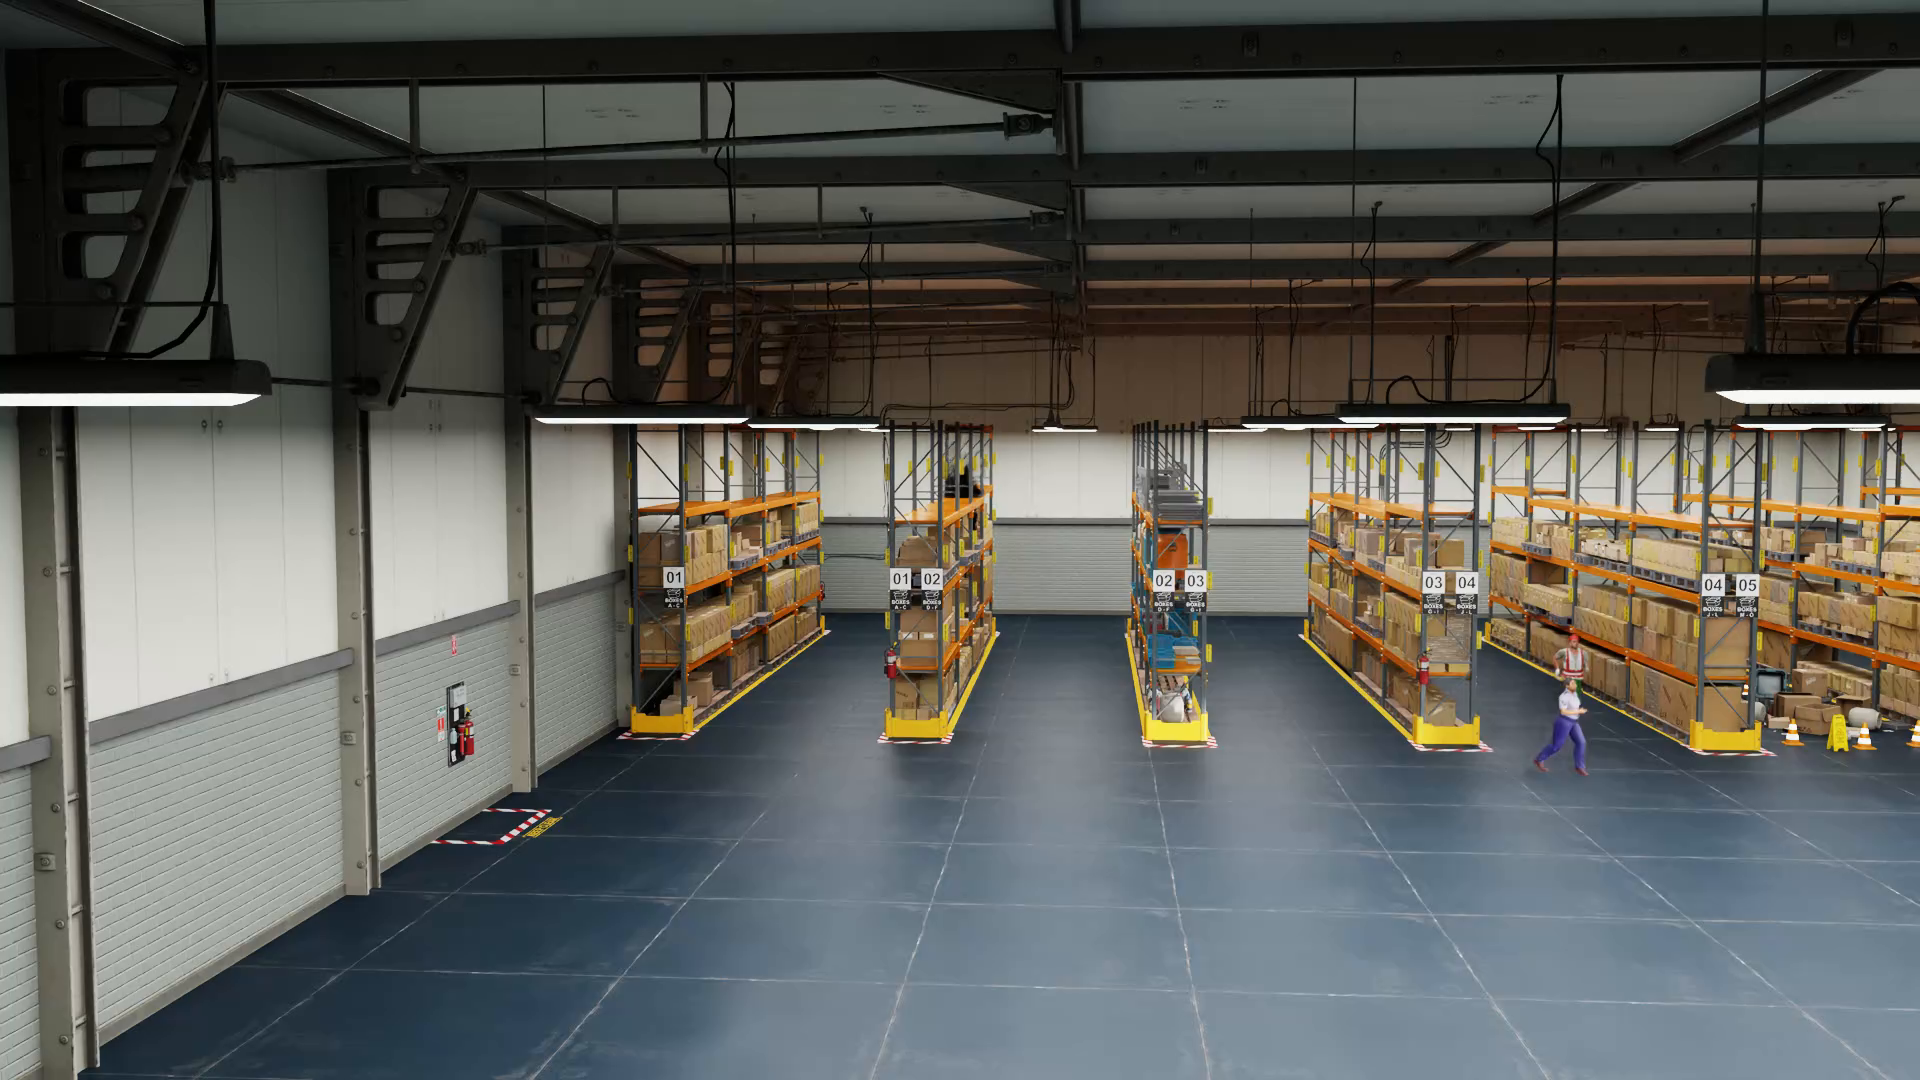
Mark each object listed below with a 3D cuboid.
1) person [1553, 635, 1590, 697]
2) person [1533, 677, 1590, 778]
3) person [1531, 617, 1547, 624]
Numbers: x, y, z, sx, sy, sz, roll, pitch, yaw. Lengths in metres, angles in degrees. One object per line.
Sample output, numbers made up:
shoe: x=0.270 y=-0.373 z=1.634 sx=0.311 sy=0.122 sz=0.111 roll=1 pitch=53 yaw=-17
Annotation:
person: x=12.034 y=2.766 z=32.667 sx=0.626 sy=1.841 sz=0.810 roll=0 pitch=4 yaw=-6
person: x=10.147 y=3.143 z=27.962 sx=0.613 sy=1.681 sz=0.888 roll=-4 pitch=5 yaw=-44
person: x=16.489 y=1.859 z=47.559 sx=0.959 sy=1.672 sz=0.582 roll=0 pitch=4 yaw=3
